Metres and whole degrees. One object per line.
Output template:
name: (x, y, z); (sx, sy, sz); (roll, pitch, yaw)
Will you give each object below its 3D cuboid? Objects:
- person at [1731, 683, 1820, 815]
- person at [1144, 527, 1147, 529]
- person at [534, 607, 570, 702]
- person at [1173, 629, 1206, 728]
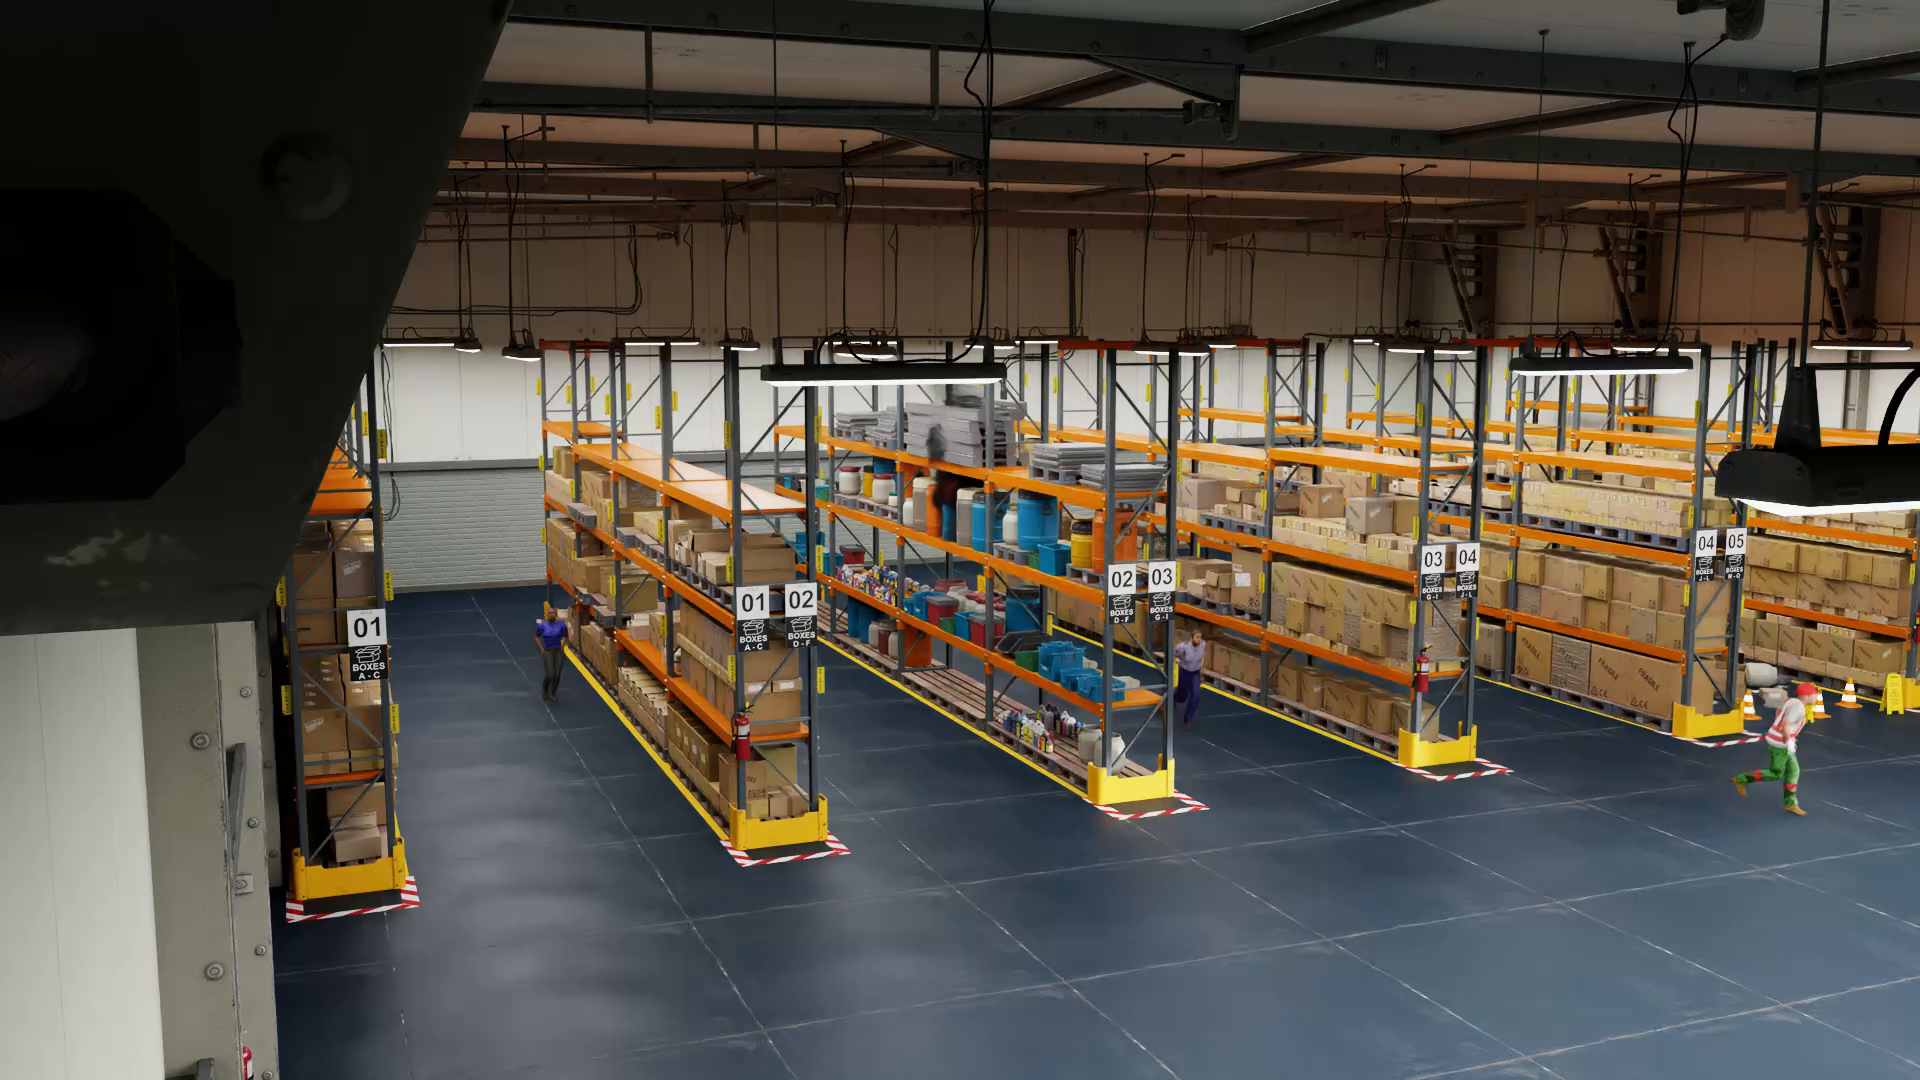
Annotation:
person: (10.607, 2.696, 21.655); (0.990, 1.731, 0.644); (2, 8, 15)
person: (4.380, 0.493, 38.724); (0.630, 1.657, 0.560); (-2, 8, -15)
person: (-6.780, 1.922, 27.764); (0.561, 1.621, 0.573); (-3, 8, -23)
person: (3.585, 2.155, 26.387); (0.606, 1.602, 0.823); (-4, 8, -26)
